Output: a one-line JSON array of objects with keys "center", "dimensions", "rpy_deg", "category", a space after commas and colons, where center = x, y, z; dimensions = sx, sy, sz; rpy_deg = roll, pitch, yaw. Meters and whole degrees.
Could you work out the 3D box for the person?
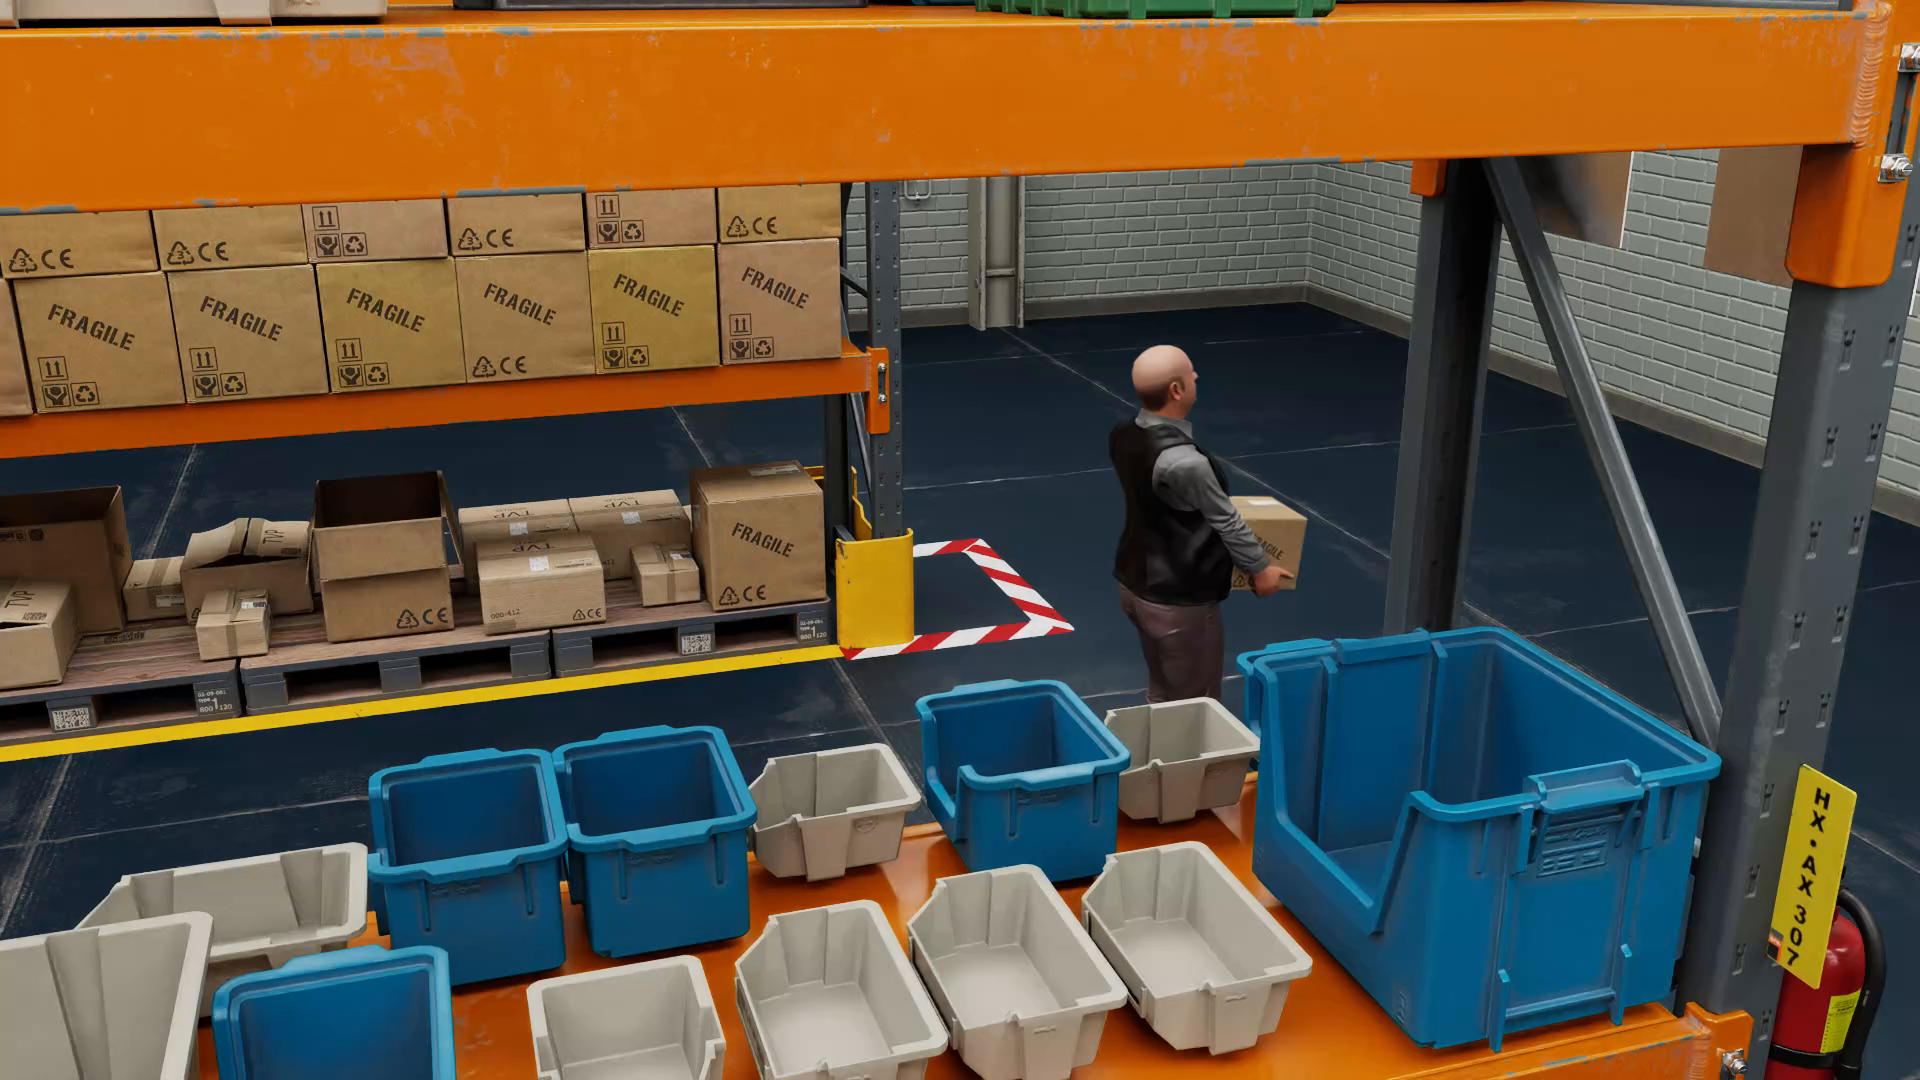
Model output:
[{"center": [0.798, 0.178, 5.604], "dimensions": [0.560, 1.711, 0.494], "rpy_deg": [-6, 20, -17], "category": "person"}]
